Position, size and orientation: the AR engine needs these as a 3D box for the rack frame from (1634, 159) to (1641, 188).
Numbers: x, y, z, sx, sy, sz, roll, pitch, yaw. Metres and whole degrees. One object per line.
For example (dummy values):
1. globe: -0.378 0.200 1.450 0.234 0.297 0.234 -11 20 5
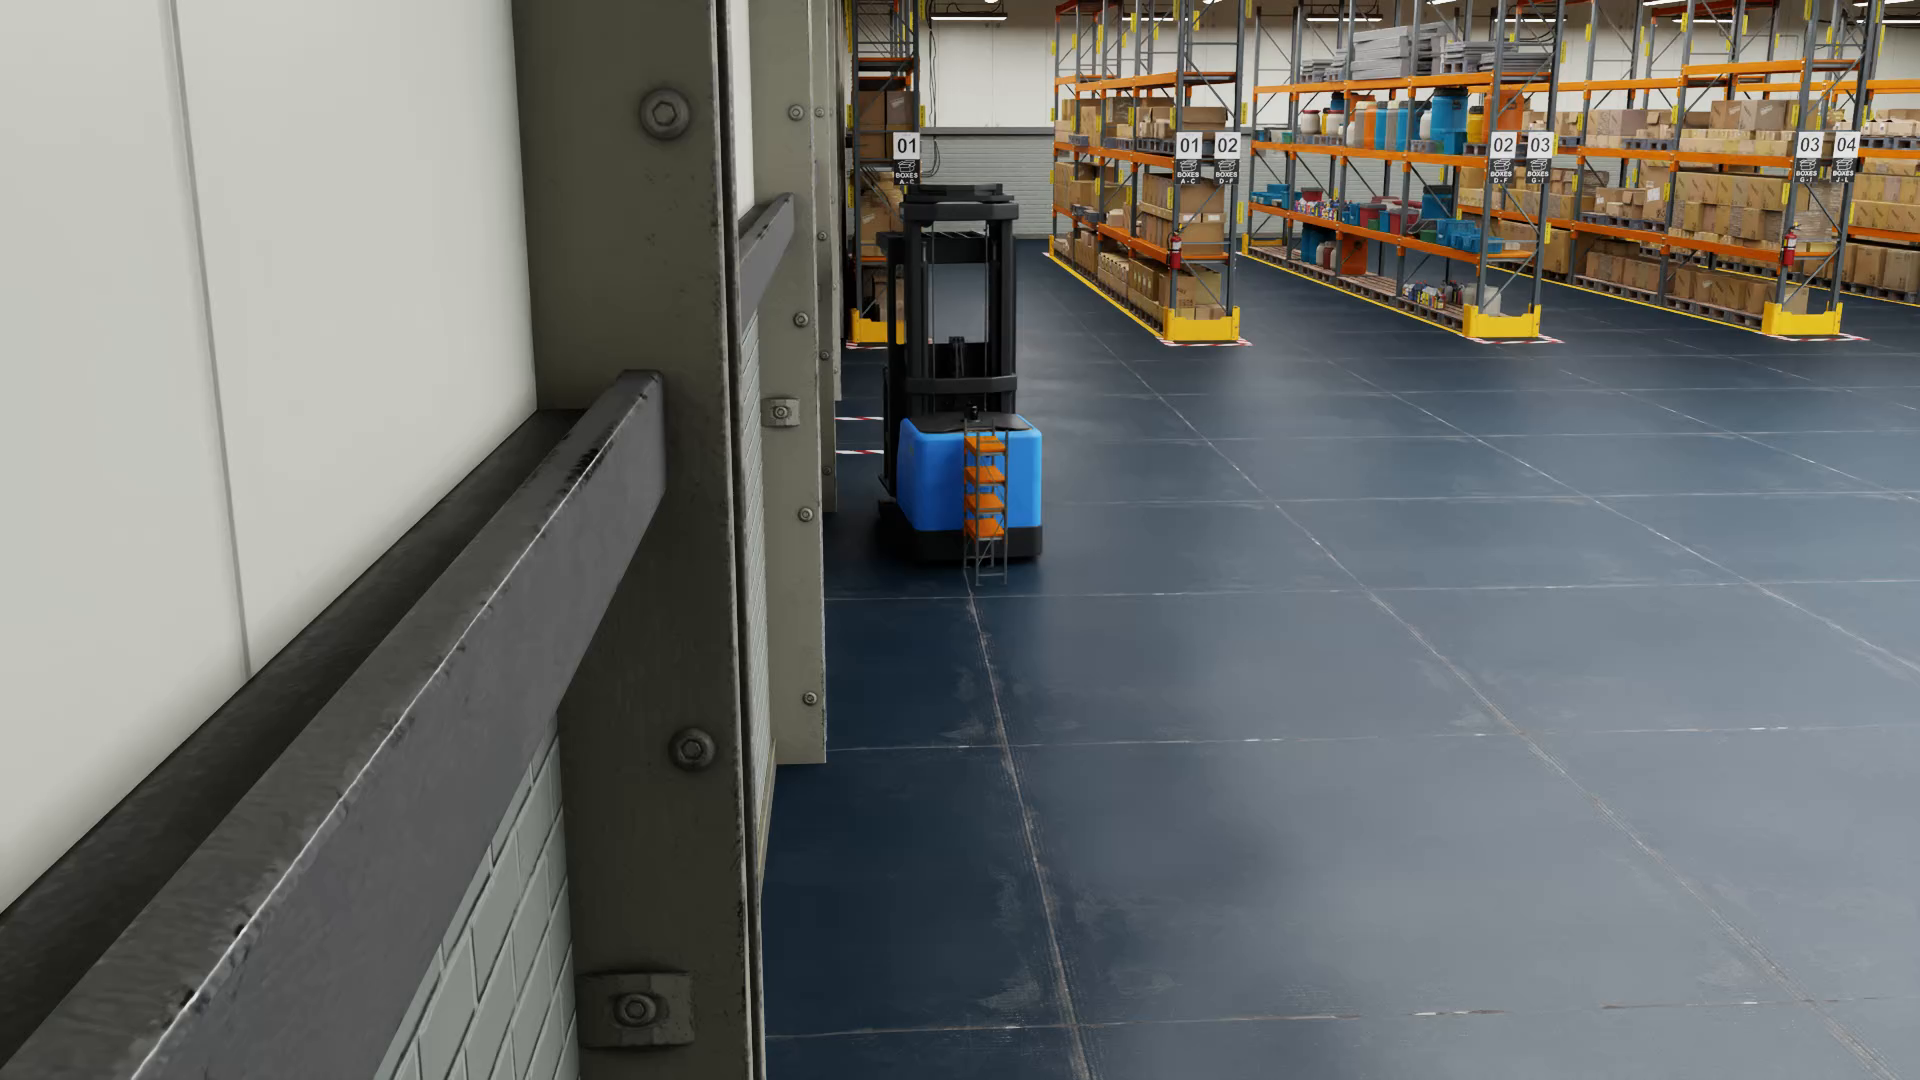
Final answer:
1. rack frame: 17.677 -8.839 42.359 1.000 3.000 0.127 -1 14 -3

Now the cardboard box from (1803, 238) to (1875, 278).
1. cardboard box: 18.121 -5.810 34.260 1.050 0.750 0.750 -1 14 -4

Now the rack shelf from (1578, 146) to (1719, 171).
1. rack shelf: 13.340 -7.404 32.209 1.077 0.370 4.000 -1 14 -3

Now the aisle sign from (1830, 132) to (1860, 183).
1. aisle sign: 14.015 -6.056 26.327 0.394 0.787 0.004 -1 14 -3

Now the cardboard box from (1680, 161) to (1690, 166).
1. cardboard box: 17.571 -8.889 39.751 0.500 0.500 0.500 -1 14 -2

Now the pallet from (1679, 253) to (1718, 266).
1. pallet: 17.848 -6.660 39.487 1.003 0.211 1.213 -1 14 -3

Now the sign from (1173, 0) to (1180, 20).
1. sign: 3.282 -8.047 25.210 0.100 0.325 0.005 -1 14 -3

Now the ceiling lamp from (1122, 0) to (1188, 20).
1. ceiling lamp: 5.164 -15.073 42.834 2.000 3.185 0.800 -1 14 -3

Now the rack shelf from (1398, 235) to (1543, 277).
1. rack shelf: 8.644 -4.881 28.419 1.077 0.370 4.000 -1 14 -3

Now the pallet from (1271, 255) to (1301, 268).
1. pallet: 7.940 -6.548 39.051 1.003 0.211 1.213 -1 14 -3

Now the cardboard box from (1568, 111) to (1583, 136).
1. cardboard box: 13.106 -8.654 34.572 0.797 0.503 0.637 0 14 0

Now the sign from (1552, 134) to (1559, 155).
1. sign: 9.318 -6.196 26.050 0.100 0.325 0.005 -1 14 -3

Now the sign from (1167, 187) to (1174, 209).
1. sign: 3.282 -5.327 25.910 0.100 0.325 0.005 -1 14 -3

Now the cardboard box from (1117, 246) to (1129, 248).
1. cardboard box: 3.521 -6.021 35.540 0.500 0.500 0.500 -1 14 -4

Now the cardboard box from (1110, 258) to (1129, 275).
1. cardboard box: 3.171 -5.269 32.035 0.500 0.311 0.500 -1 14 -4

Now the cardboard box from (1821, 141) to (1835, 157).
1. cardboard box: 13.940 -6.312 26.819 0.500 0.250 0.500 0 14 -2

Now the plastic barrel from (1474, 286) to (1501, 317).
1. plastic barrel: 8.651 -3.893 27.285 0.421 0.512 0.421 0 14 0

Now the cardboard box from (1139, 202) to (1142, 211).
1. cardboard box: 3.400 -5.944 29.604 0.380 0.149 0.250 -1 14 -4

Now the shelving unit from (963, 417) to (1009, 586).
1. shelving unit: 0.194 -0.299 12.756 0.258 1.200 0.503 -3 16 -10

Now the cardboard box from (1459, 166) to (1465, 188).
1. cardboard box: 12.512 -8.974 41.084 0.500 0.500 0.500 -1 14 -5

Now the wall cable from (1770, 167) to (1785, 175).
1. wall cable: 23.654 -10.859 48.172 0.588 1.984 0.122 -1 14 -3

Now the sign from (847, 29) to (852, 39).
1. sign: -2.169 -9.993 32.614 0.100 0.325 0.005 -1 14 -3

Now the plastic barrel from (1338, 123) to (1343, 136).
1. plastic barrel: 8.060 -8.575 34.748 0.301 0.262 0.301 0 14 0

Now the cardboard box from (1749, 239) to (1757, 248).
1. cardboard box: 13.406 -4.940 27.711 0.380 0.149 0.250 -1 14 -3

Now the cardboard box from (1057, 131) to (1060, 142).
1. cardboard box: 2.629 -9.759 40.217 0.500 0.250 0.500 -1 14 -3

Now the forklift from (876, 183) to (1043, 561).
1. forklift: -0.115 -1.574 14.261 1.130 2.935 3.031 -3 15 -10

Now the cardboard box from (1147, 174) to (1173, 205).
1. cardboard box: 3.643 -6.092 28.878 0.700 0.500 0.500 -1 14 -4

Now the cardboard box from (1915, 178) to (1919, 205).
1. cardboard box: 18.384 -6.510 31.102 0.700 0.500 0.500 -1 14 -4

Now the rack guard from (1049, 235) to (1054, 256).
1. rack guard: 2.838 -7.406 41.806 1.175 0.500 0.348 -1 14 -3

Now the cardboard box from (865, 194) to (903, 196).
1. cardboard box: -1.393 -6.101 30.635 0.700 0.500 0.500 1 14 2

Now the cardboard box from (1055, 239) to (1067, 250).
1. cardboard box: 2.614 -7.253 40.830 0.500 0.250 0.500 -1 14 -3

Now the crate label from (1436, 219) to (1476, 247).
1. crate label: 8.384 -5.202 28.155 0.502 0.435 0.616 -1 14 -3

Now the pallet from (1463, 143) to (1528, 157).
1. pallet: 8.815 -6.300 26.851 1.003 0.211 1.213 -1 14 -3

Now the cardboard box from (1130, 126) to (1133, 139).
1. cardboard box: 3.519 -7.711 31.413 0.500 0.250 0.500 -2 15 -8

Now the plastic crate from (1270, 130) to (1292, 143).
1. plastic crate: 7.606 -9.550 39.342 0.437 0.282 0.530 -1 14 -3

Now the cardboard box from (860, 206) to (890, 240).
1. cardboard box: -1.361 -4.993 26.167 0.500 0.500 0.500 -1 14 -4

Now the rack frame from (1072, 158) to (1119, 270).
1. rack frame: 3.081 -7.640 37.702 1.000 3.000 0.127 -1 14 -3

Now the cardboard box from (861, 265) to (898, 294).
1. cardboard box: -1.512 -4.886 31.132 0.700 0.500 0.500 -1 14 -5

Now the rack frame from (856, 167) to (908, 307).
1. rack frame: -1.368 -5.573 29.668 1.000 3.000 0.127 -1 14 -3

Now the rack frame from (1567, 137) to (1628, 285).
1. rack frame: 13.216 -6.798 34.426 1.000 3.000 0.127 -1 14 -3

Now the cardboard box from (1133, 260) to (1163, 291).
1. cardboard box: 3.331 -4.641 29.216 0.500 0.500 0.500 -1 14 -3

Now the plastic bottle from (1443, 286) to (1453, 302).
1. plastic bottle: 8.714 -4.408 29.723 0.152 0.276 0.135 -1 14 -3

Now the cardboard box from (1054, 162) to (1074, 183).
1. cardboard box: 2.597 -9.053 40.986 0.500 0.500 0.500 0 14 -2

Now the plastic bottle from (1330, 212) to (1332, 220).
1. plastic bottle: 7.819 -6.805 34.855 0.097 0.201 0.097 0 14 0

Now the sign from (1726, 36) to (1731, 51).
1. sign: 17.382 -11.236 37.604 0.100 0.325 0.005 -1 14 -3

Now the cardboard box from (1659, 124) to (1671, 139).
1. cardboard box: 13.306 -7.626 31.053 0.396 0.266 0.258 0 14 -1

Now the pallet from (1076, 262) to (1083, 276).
1. pallet: 3.169 -6.088 37.265 1.003 0.211 1.213 -1 14 -3

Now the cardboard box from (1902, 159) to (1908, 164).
1. cardboard box: 22.609 -8.993 39.451 0.380 0.149 0.250 -1 14 -3

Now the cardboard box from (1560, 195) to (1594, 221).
1. cardboard box: 12.938 -6.965 34.876 0.500 0.500 0.500 0 14 -2

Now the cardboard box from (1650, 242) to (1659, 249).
1. cardboard box: 17.417 -7.335 41.395 0.380 0.149 0.250 -1 14 -3

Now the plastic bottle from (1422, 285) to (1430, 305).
1. plastic bottle: 8.194 -4.297 29.139 0.144 0.351 0.185 -1 14 -4

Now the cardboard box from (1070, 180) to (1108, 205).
1. cardboard box: 2.887 -7.771 37.166 0.700 0.500 0.500 -6 16 -22

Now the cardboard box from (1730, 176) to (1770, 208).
1. cardboard box: 13.366 -5.866 28.002 0.500 0.500 0.500 -1 14 -3

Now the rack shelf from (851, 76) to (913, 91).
1. rack shelf: -1.492 -8.434 30.993 1.077 0.370 4.000 -1 14 -3

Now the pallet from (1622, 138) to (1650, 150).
1. pallet: 13.465 -7.578 31.815 1.213 0.211 1.003 -1 14 -3

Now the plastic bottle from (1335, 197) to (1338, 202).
1. plastic bottle: 8.408 -7.469 37.133 0.144 0.351 0.185 -1 14 -3
